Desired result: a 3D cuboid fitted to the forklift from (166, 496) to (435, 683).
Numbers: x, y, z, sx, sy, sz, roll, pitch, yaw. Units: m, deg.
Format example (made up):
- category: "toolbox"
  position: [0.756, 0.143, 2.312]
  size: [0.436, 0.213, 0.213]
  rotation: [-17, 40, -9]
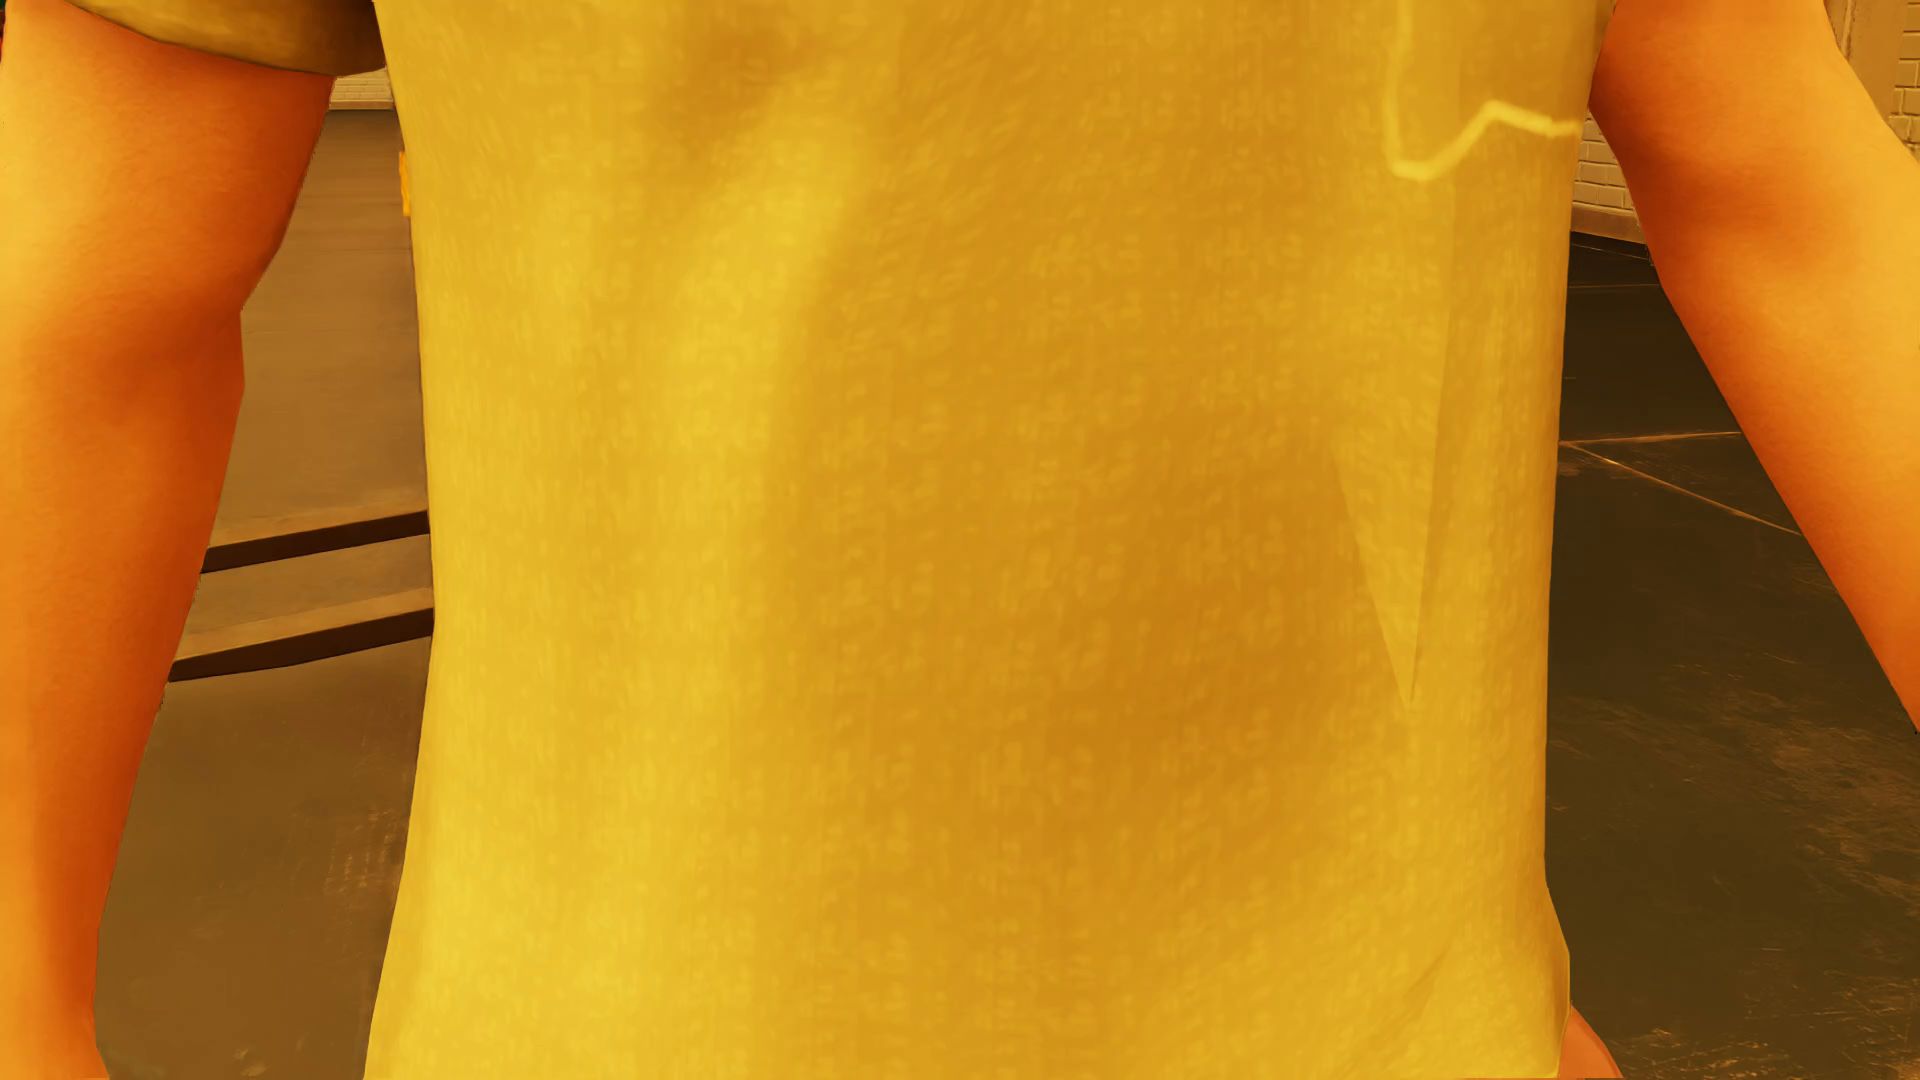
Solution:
- category: "forklift"
  position: [-0.475, -1.293, 3.221]
  size: [3.031, 2.935, 1.130]
  rotation: [-13, 21, -36]
